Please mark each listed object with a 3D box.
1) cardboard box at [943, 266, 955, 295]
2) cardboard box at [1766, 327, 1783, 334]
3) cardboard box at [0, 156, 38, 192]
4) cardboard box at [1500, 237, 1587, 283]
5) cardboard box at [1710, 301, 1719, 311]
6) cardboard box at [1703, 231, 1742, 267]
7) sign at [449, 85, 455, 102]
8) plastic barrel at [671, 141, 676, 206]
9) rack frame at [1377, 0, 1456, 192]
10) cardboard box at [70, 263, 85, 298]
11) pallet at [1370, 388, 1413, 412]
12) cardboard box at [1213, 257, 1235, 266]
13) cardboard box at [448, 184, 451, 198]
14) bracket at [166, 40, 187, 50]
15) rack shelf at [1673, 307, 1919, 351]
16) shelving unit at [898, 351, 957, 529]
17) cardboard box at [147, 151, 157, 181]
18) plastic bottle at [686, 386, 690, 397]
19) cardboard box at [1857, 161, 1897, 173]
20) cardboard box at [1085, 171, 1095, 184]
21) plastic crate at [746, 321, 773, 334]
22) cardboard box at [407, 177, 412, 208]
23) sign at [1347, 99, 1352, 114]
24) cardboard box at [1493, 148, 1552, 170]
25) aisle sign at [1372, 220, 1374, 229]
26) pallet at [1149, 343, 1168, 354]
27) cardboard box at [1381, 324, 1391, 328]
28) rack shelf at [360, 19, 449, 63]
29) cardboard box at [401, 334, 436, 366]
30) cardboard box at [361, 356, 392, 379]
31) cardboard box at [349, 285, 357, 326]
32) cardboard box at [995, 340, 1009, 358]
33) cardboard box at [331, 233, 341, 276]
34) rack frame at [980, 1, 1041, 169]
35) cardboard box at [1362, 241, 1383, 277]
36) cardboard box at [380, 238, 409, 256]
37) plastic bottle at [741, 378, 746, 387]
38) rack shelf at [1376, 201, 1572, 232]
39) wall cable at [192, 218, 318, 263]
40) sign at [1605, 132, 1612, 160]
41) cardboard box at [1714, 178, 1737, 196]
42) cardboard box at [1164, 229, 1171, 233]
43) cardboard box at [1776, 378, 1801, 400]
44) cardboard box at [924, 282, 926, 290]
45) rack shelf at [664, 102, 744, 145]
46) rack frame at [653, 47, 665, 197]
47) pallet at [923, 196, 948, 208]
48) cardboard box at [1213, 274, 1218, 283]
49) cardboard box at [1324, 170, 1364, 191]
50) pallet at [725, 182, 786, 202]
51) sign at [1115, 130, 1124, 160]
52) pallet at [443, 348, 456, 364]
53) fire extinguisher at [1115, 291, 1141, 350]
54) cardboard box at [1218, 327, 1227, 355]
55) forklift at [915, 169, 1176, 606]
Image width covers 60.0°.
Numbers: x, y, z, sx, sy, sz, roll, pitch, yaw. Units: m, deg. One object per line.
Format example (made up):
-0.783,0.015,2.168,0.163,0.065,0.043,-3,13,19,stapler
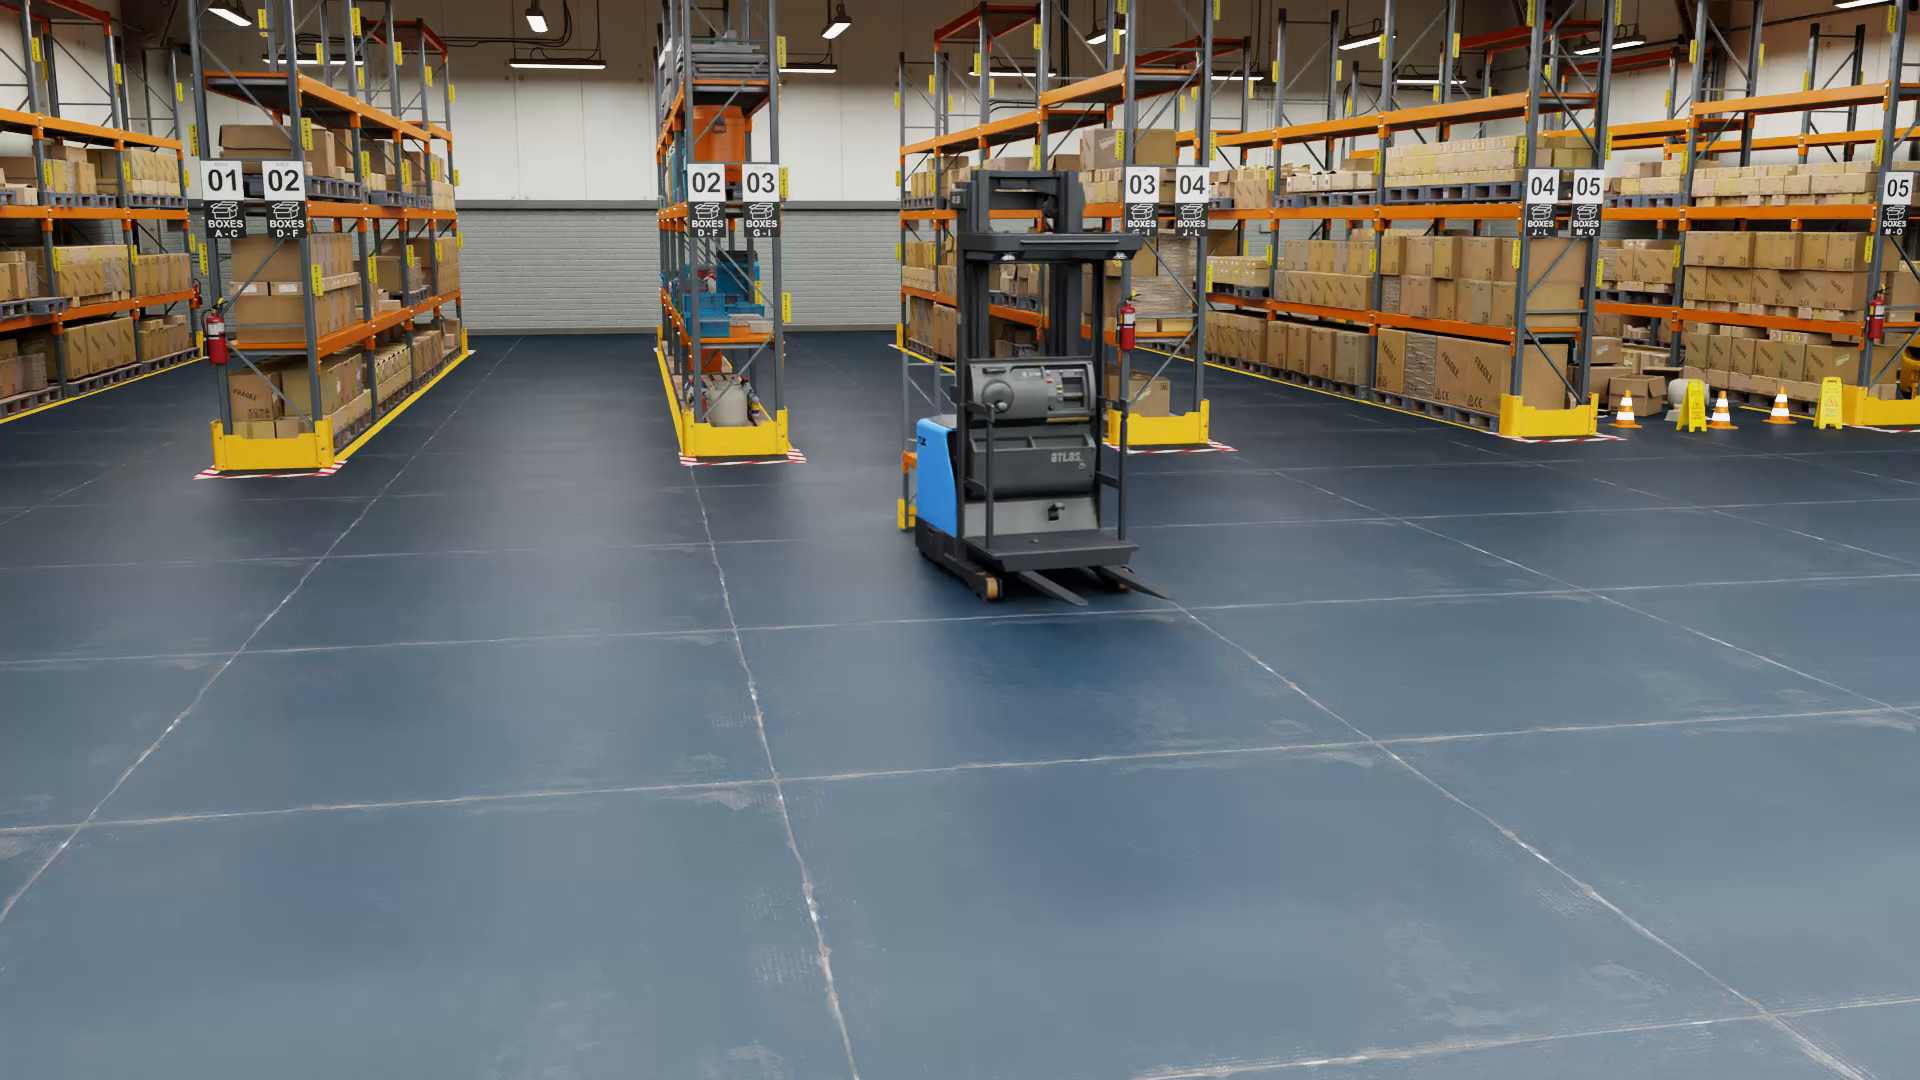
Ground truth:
-0.017,-4.688,30.037,0.500,0.500,0.500,-2,11,-11,cardboard box
15.114,-3.681,30.574,0.500,0.500,0.500,-2,11,-9,cardboard box
-13.907,-5.375,24.445,0.700,0.500,0.500,-3,11,-15,cardboard box
7.225,-3.459,20.559,0.875,0.550,0.550,-2,11,-11,cardboard box
11.245,-3.433,24.382,0.380,0.149,0.250,-2,11,-11,cardboard box
11.268,-4.221,24.114,0.700,0.500,0.500,-2,11,-11,cardboard box
-9.907,-8.699,32.411,0.100,0.325,0.005,-2,11,-11,sign
-3.701,-5.102,23.118,0.600,0.901,0.600,0,11,0,plastic barrel
6.481,-6.466,23.603,1.000,3.000,0.127,-2,11,-11,rack frame
-13.694,-3.950,25.313,0.500,0.500,0.500,-2,11,-9,cardboard box
6.553,-2.007,23.677,1.003,0.211,1.213,-2,11,-11,pallet
4.803,-5.035,30.088,0.380,0.149,0.250,-2,11,-9,cardboard box
-10.008,-6.667,31.746,0.500,0.250,0.500,-2,11,-11,cardboard box
-16.766,-10.612,35.759,0.076,0.066,3.189,-2,11,-11,bracket
11.706,-2.997,23.347,1.077,0.370,4.000,-2,11,-11,rack shelf
-0.104,-0.765,13.703,0.587,1.500,1.083,-3,11,-16,shelving unit
-14.607,-6.633,29.507,0.500,0.500,0.500,-2,11,-11,cardboard box
-3.484,-1.829,21.374,0.061,0.283,0.133,-2,11,-8,plastic bottle
11.740,-4.777,21.290,0.380,0.149,0.250,-2,11,-10,cardboard box
1.768,-4.498,20.618,0.380,0.149,0.250,-3,11,-14,cardboard box
-2.342,-2.490,19.461,0.298,0.136,0.250,-2,11,-11,plastic crate
-9.218,-5.522,26.395,0.910,0.500,0.500,-2,11,-11,cardboard box
8.438,-9.383,36.007,0.100,0.325,0.005,-2,11,-11,sign
6.890,-4.667,20.384,0.500,0.250,0.500,-2,11,-10,cardboard box
9.273,-7.220,36.655,0.394,0.787,0.004,-2,11,-11,aisle sign
4.519,-3.963,33.951,1.003,0.211,1.213,-2,11,-11,pallet
9.396,-4.581,35.473,0.875,0.438,0.875,-2,11,-9,cardboard box
-10.066,-9.058,30.256,1.077,0.370,4.000,-2,11,-11,rack shelf
-9.115,-3.190,27.944,0.500,0.500,0.500,-2,11,-10,cardboard box
-8.151,-2.401,23.017,0.500,0.311,0.500,-2,11,-13,cardboard box
-8.029,-2.966,20.988,0.700,0.500,0.500,-2,11,-12,cardboard box
0.968,-2.957,26.718,0.700,0.500,0.500,-3,11,-14,cardboard box
-7.833,-3.419,19.898,0.700,0.500,0.500,-2,11,-11,cardboard box
0.819,-7.038,26.607,1.000,3.000,0.127,-2,11,-11,rack frame
6.379,-4.150,24.538,0.700,0.500,0.500,-2,11,-12,cardboard box
-10.030,-5.089,29.468,0.500,0.500,0.500,-2,11,-11,cardboard box
-2.817,-1.949,21.823,0.144,0.351,0.185,-3,11,-14,plastic bottle
6.870,-4.272,22.023,1.077,0.370,4.000,-2,11,-11,rack shelf
-16.063,-7.490,37.285,3.097,2.526,0.112,-2,11,-11,wall cable
7.805,-4.746,20.040,0.100,0.325,0.005,-2,11,-11,sign
11.244,-5.079,23.941,0.500,0.250,0.500,-2,11,-11,cardboard box
4.377,-5.938,33.136,0.500,0.500,0.500,-2,11,-10,cardboard box
11.581,-2.073,22.798,0.500,0.250,0.500,-2,11,-11,cardboard box
-0.490,-4.887,32.020,0.380,0.149,0.250,-2,11,-10,cardboard box
-3.651,-5.941,23.838,1.077,0.370,4.000,-2,11,-11,rack shelf
-5.596,-8.325,33.369,1.000,3.000,0.127,-2,11,-11,rack frame
-0.108,-6.405,31.540,1.003,0.211,1.213,-2,11,-11,pallet
4.810,-4.741,30.132,0.380,0.149,0.250,-2,11,-12,cardboard box
5.925,-5.518,25.490,0.500,0.311,0.500,-3,11,-13,cardboard box
-2.549,-3.980,19.066,1.003,0.211,1.213,-2,11,-11,pallet
1.826,-4.516,19.009,0.100,0.325,0.005,-2,11,-11,sign
-10.051,-3.445,31.234,1.003,0.211,1.213,-2,11,-11,pallet
1.945,-2.548,19.268,0.296,0.674,0.183,-2,11,-11,fire extinguisher
5.029,-3.627,30.292,0.500,0.500,0.500,-2,11,-10,cardboard box
0.589,-1.103,11.651,1.130,2.935,3.031,-3,11,-18,forklift
